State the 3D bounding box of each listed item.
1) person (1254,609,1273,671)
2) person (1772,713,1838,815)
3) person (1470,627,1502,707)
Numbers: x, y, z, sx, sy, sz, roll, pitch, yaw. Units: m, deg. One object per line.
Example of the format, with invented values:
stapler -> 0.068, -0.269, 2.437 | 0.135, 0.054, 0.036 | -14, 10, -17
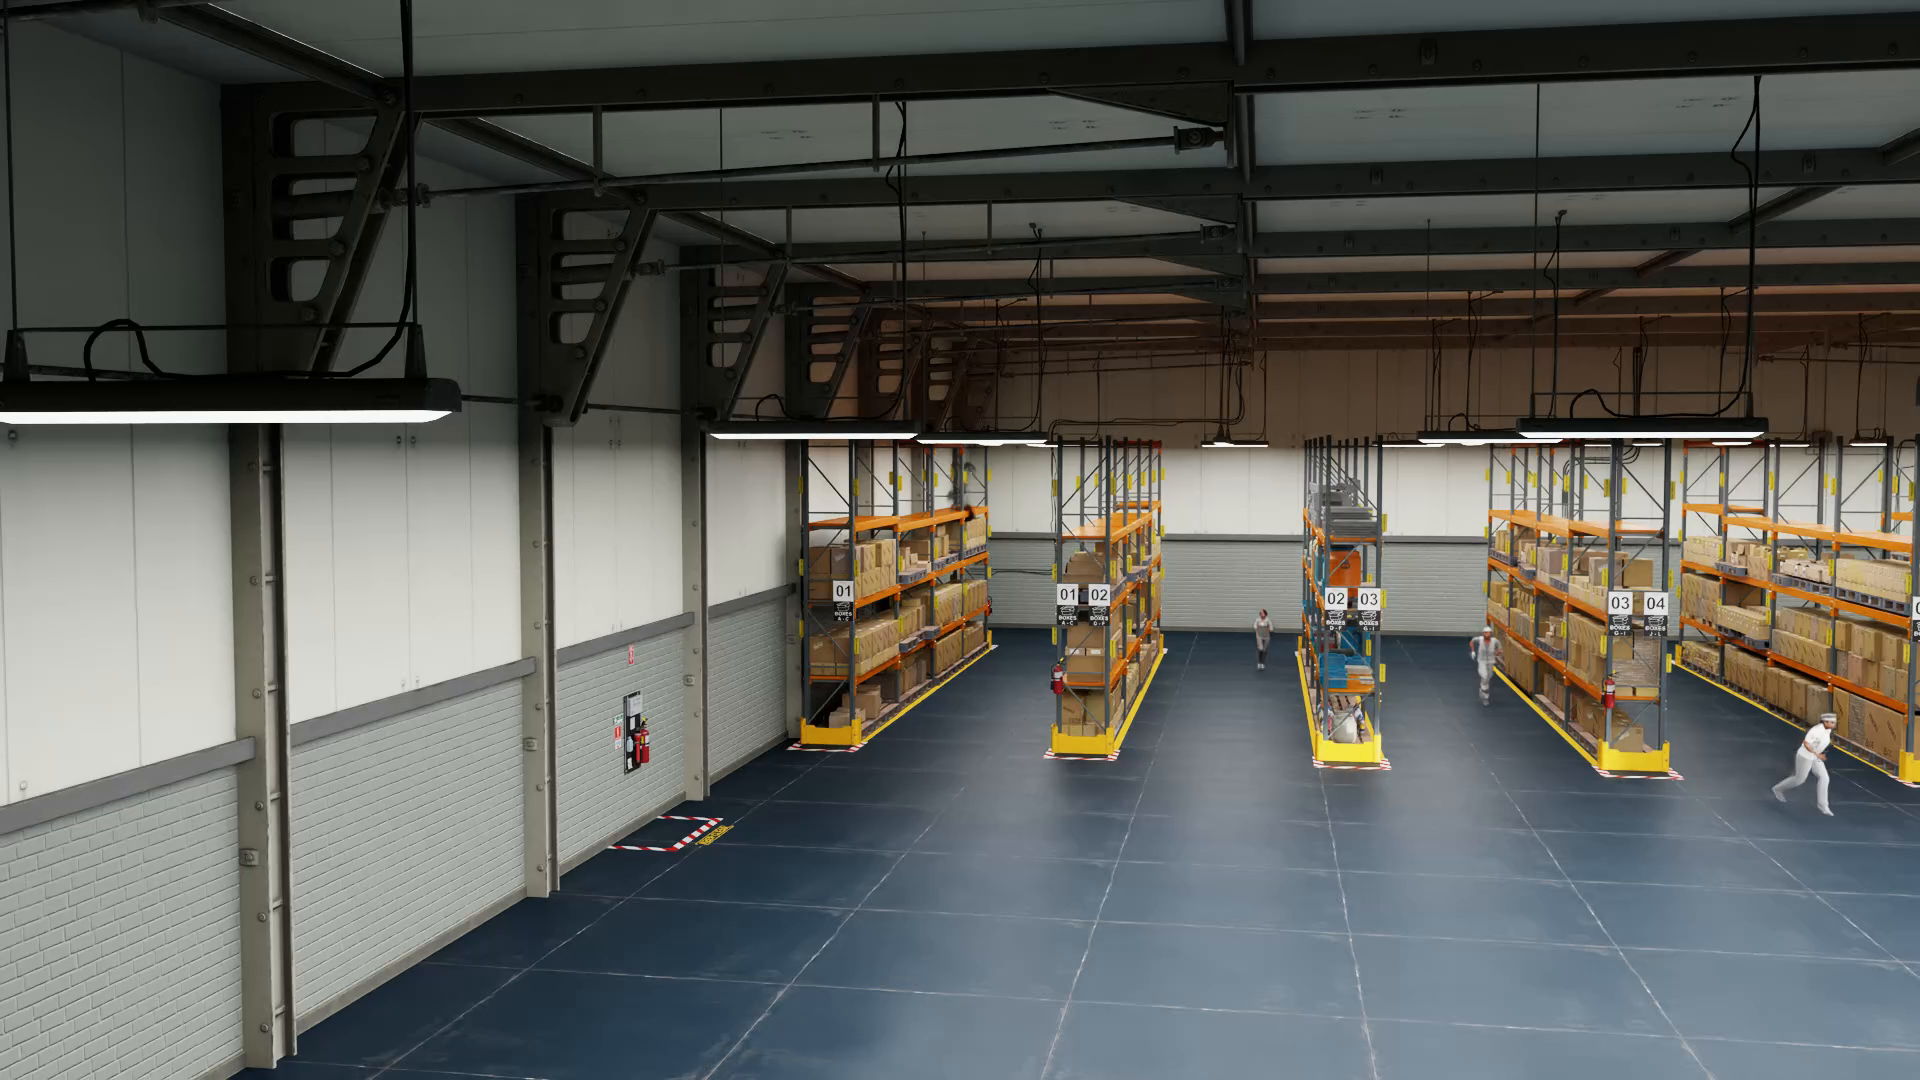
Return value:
person -> 7.896, 2.597, 43.254 | 0.507, 1.615, 0.673 | 1, 3, 12
person -> 13.463, 3.516, 26.500 | 0.610, 1.628, 0.982 | -3, 4, -40
person -> 11.871, 2.820, 37.565 | 0.653, 1.794, 0.996 | 0, 3, 4
